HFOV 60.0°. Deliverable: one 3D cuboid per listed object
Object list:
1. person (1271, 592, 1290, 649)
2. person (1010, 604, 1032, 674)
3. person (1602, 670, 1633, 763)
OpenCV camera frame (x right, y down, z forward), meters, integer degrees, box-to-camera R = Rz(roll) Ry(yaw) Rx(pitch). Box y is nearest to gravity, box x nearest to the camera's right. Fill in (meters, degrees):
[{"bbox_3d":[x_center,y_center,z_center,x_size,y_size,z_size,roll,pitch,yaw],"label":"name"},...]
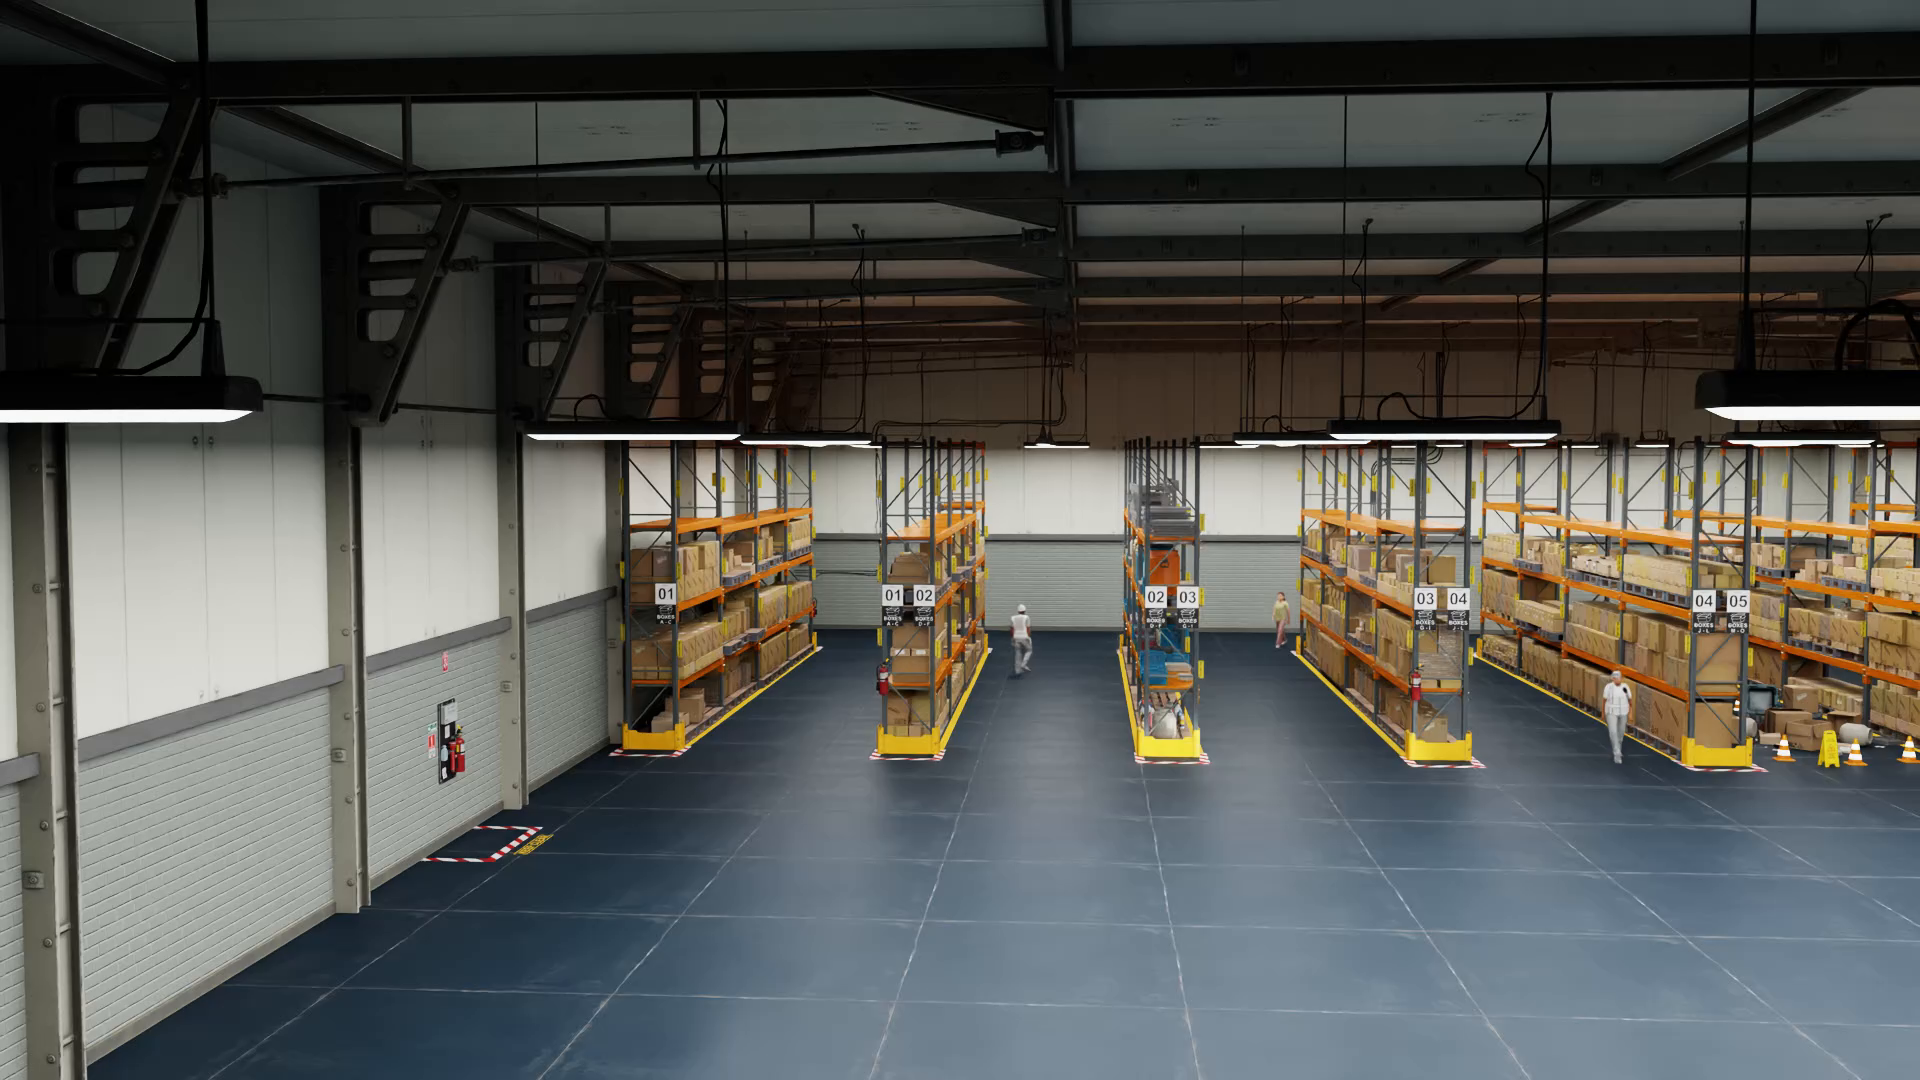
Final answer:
[{"bbox_3d":[9.329,2.317,48.304,0.489,1.612,1.090,2,4,34],"label":"person"},{"bbox_3d":[1.578,2.536,42.773,0.595,1.771,0.456,2,3,27],"label":"person"},{"bbox_3d":[12.205,3.244,30.803,0.503,1.654,0.805,0,3,4],"label":"person"}]
